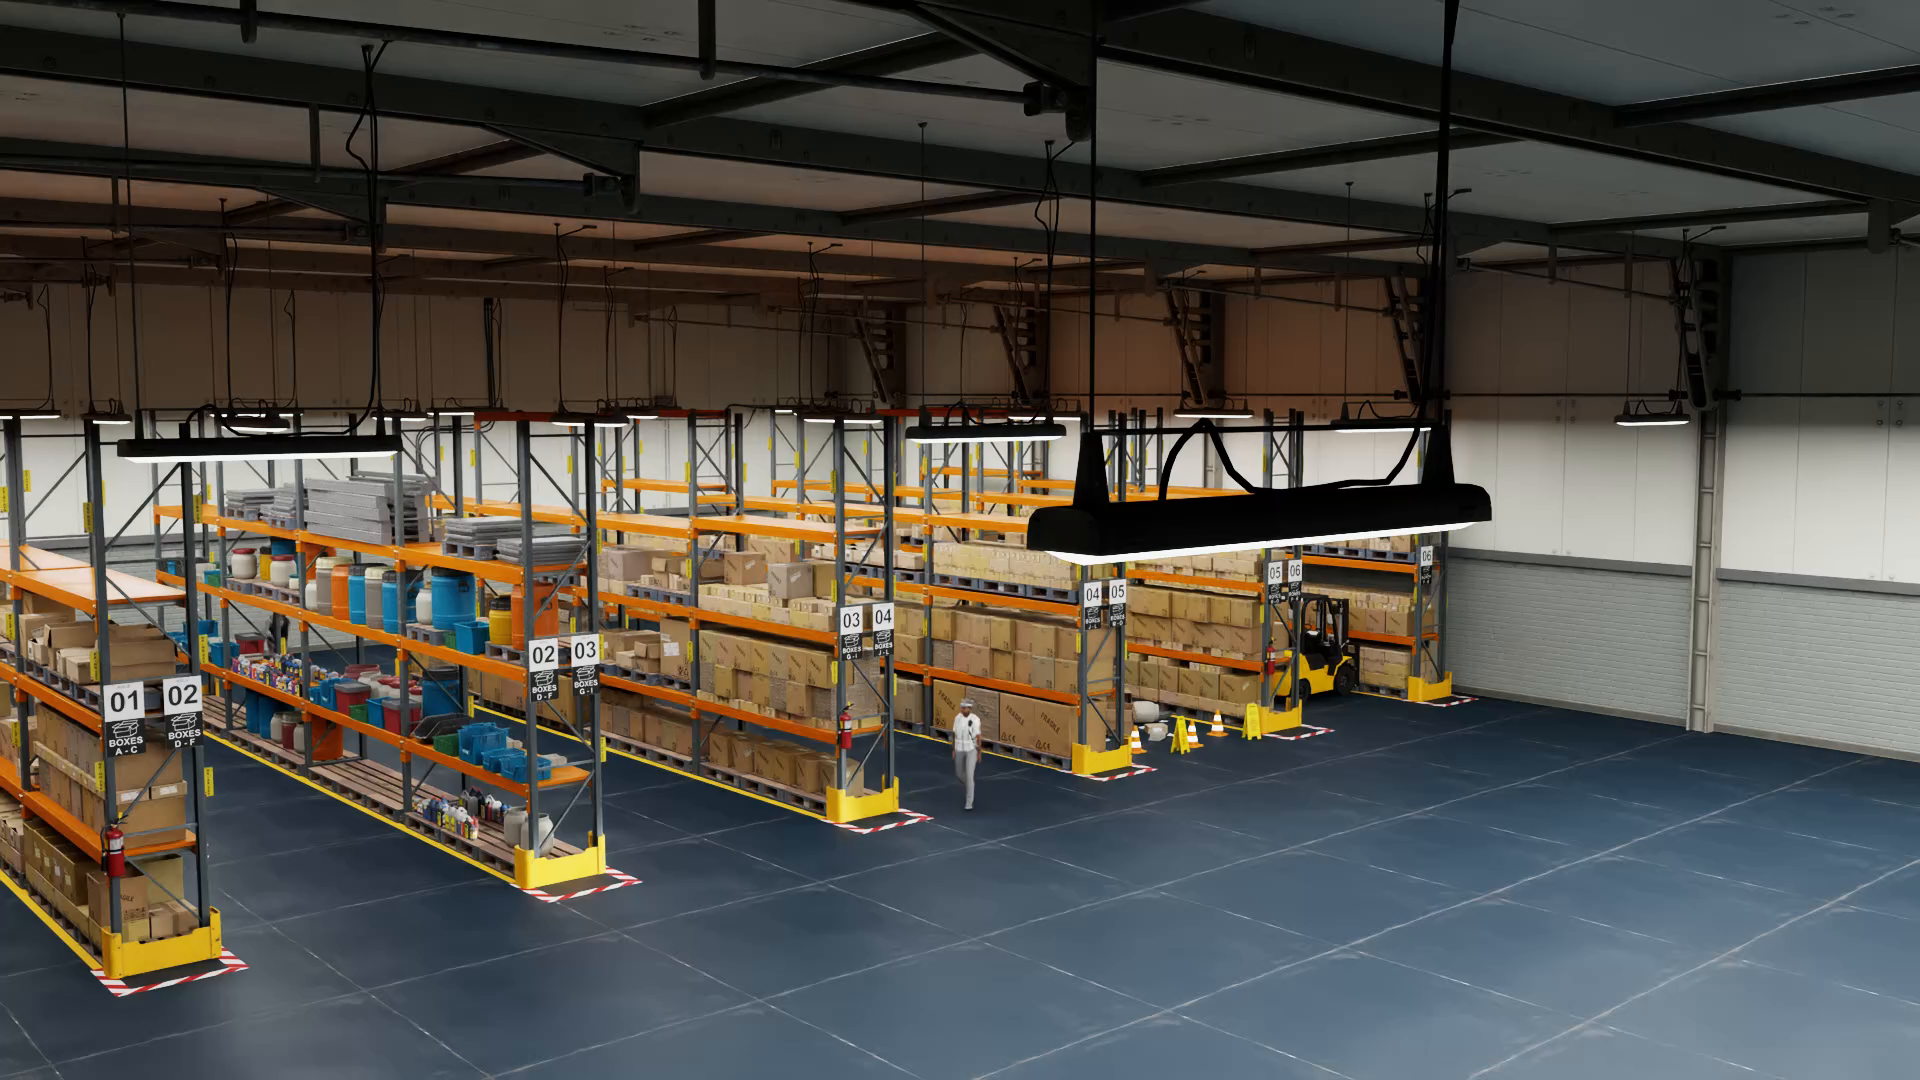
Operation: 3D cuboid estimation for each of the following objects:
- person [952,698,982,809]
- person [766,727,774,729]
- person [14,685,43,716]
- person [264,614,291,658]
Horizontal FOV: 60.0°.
[{"bbox_3d":[0.121,3.242,25.637,0.457,1.668,0.771,2,5,24],"label":"person"},{"bbox_3d":[-3.634,2.707,31.706,0.561,1.806,0.621,-5,7,-44],"label":"person"},{"bbox_3d":[-16.721,2.897,29.831,0.508,1.679,0.552,-1,5,-8],"label":"person"},{"bbox_3d":[-15.248,2.257,37.161,0.619,1.630,0.724,-3,6,-33],"label":"person"}]
